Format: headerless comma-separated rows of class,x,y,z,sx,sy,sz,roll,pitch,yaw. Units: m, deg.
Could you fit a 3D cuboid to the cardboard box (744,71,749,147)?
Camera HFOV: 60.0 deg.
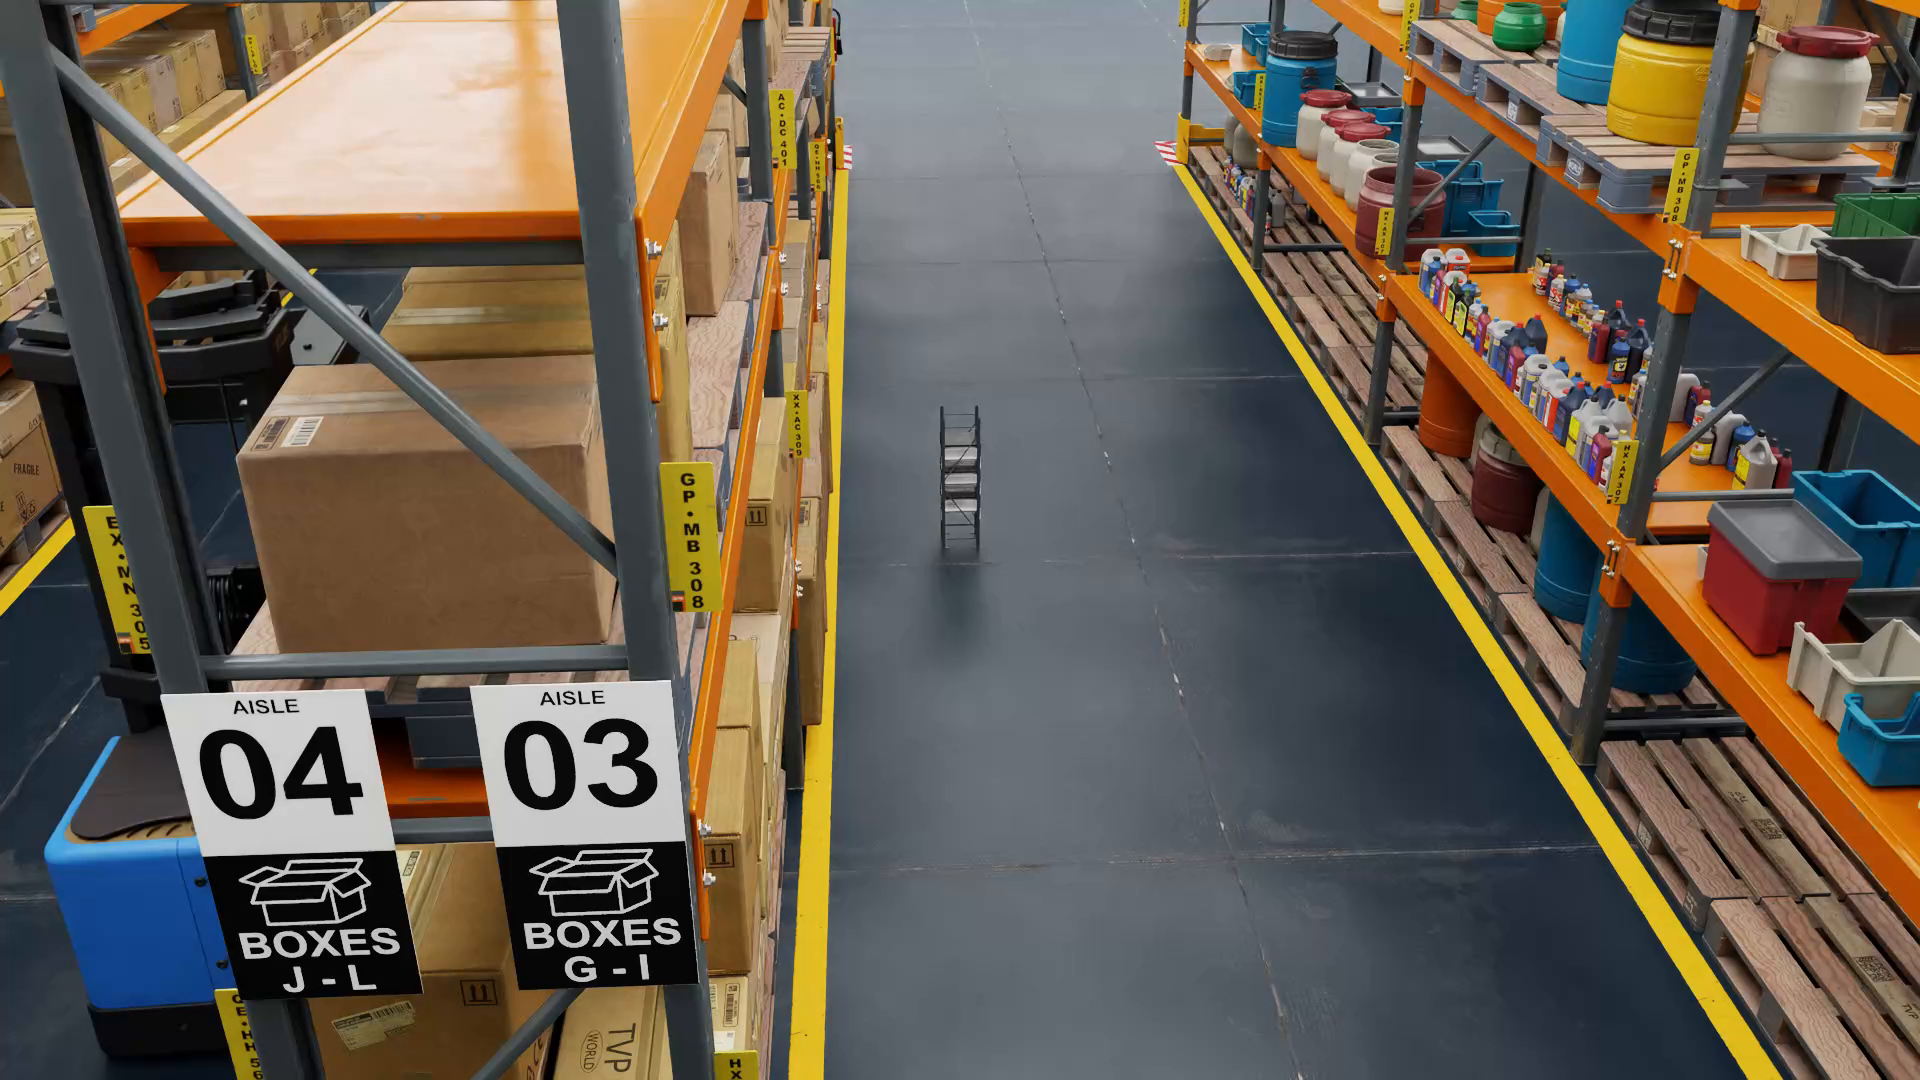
cardboard box,-1.252,-2.072,7.877,0.500,0.311,0.500,-2,28,-4

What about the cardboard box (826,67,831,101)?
cardboard box,-1.655,-4.398,15.509,0.875,0.500,0.500,-1,28,-3

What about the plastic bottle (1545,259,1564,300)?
plastic bottle,3.912,-1.718,10.927,0.061,0.283,0.133,-1,28,-3

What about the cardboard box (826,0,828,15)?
cardboard box,-1.580,-5.538,16.613,0.500,0.500,0.500,-1,28,-3

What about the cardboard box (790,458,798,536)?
cardboard box,-1.059,-0.349,8.067,0.500,0.500,0.500,-1,28,-2

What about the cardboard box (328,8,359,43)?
cardboard box,-6.754,-5.198,17.310,0.875,0.550,0.550,-1,28,-3

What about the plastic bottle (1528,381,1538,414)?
plastic bottle,3.232,-0.809,9.272,0.097,0.201,0.097,0,28,0

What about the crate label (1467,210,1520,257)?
crate label,3.805,-2.182,11.872,0.303,0.233,0.416,-1,28,-3

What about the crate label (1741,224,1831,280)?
crate label,3.399,-1.186,6.822,0.293,0.136,0.466,-1,28,-3

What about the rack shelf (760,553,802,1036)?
rack shelf,-1.180,1.156,6.067,1.077,0.370,4.000,-1,28,-3

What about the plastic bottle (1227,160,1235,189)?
plastic bottle,2.812,-3.788,17.232,0.061,0.283,0.133,-1,28,-2

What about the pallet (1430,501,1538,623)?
pallet,3.596,0.108,10.314,1.003,0.211,1.213,-1,28,-3

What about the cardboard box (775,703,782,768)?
cardboard box,-0.874,0.752,6.337,0.380,0.149,0.250,-2,28,-3

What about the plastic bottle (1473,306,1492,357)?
plastic bottle,3.167,-1.259,10.046,0.061,0.283,0.133,-1,28,-3

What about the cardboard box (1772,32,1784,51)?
cardboard box,7.936,-4.706,15.719,0.380,0.149,0.250,-2,28,-4

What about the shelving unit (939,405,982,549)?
shelving unit,0.000,-0.395,10.535,0.258,0.900,0.210,-1,28,-3

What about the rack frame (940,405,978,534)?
rack frame,-0.005,-0.442,10.625,0.240,0.900,0.006,-1,28,-3

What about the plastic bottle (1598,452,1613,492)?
plastic bottle,3.285,-0.345,8.382,0.097,0.201,0.097,0,28,0

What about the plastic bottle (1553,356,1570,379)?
plastic bottle,3.377,-0.905,9.382,0.097,0.271,0.097,0,28,0

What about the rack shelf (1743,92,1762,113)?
rack shelf,8.086,-4.623,17.148,1.077,0.370,4.000,-1,28,-3

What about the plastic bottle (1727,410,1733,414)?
plastic bottle,4.020,-0.595,8.786,0.097,0.271,0.097,0,28,0

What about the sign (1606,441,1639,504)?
sign,3.112,-0.316,7.813,0.100,0.325,0.005,-1,28,-3

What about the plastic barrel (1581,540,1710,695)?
plastic barrel,3.650,0.287,8.772,0.600,0.901,0.708,-1,28,-3

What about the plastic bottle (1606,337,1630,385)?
plastic bottle,3.825,-1.047,9.653,0.097,0.271,0.097,0,28,0

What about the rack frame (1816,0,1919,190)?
rack frame,8.191,-4.018,15.211,1.000,3.000,0.127,-1,28,-3

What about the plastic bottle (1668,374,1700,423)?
plastic bottle,3.970,-0.801,9.177,0.152,0.276,0.135,-1,28,-3

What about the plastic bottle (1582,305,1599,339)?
plastic bottle,3.930,-1.358,10.326,0.097,0.201,0.097,0,28,0

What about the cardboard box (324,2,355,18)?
cardboard box,-6.768,-5.676,17.059,0.875,0.550,0.550,-1,28,-3

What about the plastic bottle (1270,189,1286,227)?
plastic bottle,3.066,-3.215,16.059,0.144,0.351,0.185,-1,28,-3

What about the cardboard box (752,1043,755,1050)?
cardboard box,-0.779,1.582,4.745,0.380,0.149,0.250,-2,28,-3

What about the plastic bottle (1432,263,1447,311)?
plastic bottle,3.124,-1.641,10.778,0.061,0.283,0.133,-1,28,-3

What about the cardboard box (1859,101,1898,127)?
cardboard box,8.260,-3.725,14.811,0.500,0.250,0.500,0,28,1

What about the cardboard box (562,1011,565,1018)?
cardboard box,-1.392,1.244,4.962,0.500,0.250,0.500,-2,28,-4

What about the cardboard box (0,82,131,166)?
cardboard box,-6.522,-3.026,12.119,0.700,0.500,0.500,-2,28,-3

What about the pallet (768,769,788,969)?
pallet,-1.323,1.503,7.640,1.003,0.211,1.213,-1,28,-3

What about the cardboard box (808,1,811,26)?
cardboard box,-1.290,-3.657,11.437,0.500,0.250,0.500,-1,28,-1

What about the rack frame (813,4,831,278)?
rack frame,-1.702,-3.781,14.755,1.000,3.000,0.127,-1,28,-3

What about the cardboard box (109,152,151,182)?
cardboard box,-6.261,-2.586,12.357,0.500,0.500,0.500,-1,28,-3

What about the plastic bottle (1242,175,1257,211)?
plastic bottle,2.896,-3.449,16.508,0.144,0.351,0.185,-2,28,-3

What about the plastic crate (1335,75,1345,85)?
plastic crate,3.455,-4.440,16.249,0.450,0.188,0.662,-1,28,-3

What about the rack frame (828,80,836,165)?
rack frame,-1.911,-5.628,18.297,1.000,3.000,0.127,-1,28,-3

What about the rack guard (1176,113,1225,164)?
rack guard,3.086,-4.605,19.039,1.175,0.500,0.348,-1,28,-3

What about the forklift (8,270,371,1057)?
forklift,-3.101,0.111,7.369,1.130,2.935,3.031,-3,28,-6

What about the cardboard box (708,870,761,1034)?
cardboard box,-0.865,1.228,4.993,0.500,0.250,0.500,-2,28,-3

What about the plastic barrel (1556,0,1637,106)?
plastic barrel,3.420,-2.729,8.498,0.600,0.901,0.708,-1,28,-3

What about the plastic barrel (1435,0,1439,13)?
plastic barrel,3.593,-4.260,11.966,0.600,0.830,0.708,-1,28,-3

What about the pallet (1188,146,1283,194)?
pallet,3.123,-4.102,18.386,1.003,0.211,1.213,-1,28,-3

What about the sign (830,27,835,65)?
sign,-1.148,-4.309,14.516,0.100,0.325,0.005,-1,28,-3

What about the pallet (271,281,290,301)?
pallet,-6.545,-2.117,14.580,1.003,0.211,1.213,-1,28,-3

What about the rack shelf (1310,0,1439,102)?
rack shelf,3.348,-3.988,12.686,1.077,0.370,4.000,-1,28,-3

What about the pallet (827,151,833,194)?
pallet,-1.900,-3.980,18.154,1.003,0.211,1.213,-1,28,-3

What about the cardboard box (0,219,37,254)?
cardboard box,-5.958,-1.868,10.261,0.380,0.149,0.250,-2,28,-3

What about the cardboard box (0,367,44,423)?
cardboard box,-6.154,-0.961,10.787,0.500,0.250,0.500,-2,28,-4

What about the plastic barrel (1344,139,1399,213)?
plastic barrel,3.164,-2.767,12.691,0.421,0.512,0.421,0,28,0

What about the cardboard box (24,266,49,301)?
cardboard box,-5.956,-1.604,10.399,0.380,0.149,0.250,-1,28,-3
